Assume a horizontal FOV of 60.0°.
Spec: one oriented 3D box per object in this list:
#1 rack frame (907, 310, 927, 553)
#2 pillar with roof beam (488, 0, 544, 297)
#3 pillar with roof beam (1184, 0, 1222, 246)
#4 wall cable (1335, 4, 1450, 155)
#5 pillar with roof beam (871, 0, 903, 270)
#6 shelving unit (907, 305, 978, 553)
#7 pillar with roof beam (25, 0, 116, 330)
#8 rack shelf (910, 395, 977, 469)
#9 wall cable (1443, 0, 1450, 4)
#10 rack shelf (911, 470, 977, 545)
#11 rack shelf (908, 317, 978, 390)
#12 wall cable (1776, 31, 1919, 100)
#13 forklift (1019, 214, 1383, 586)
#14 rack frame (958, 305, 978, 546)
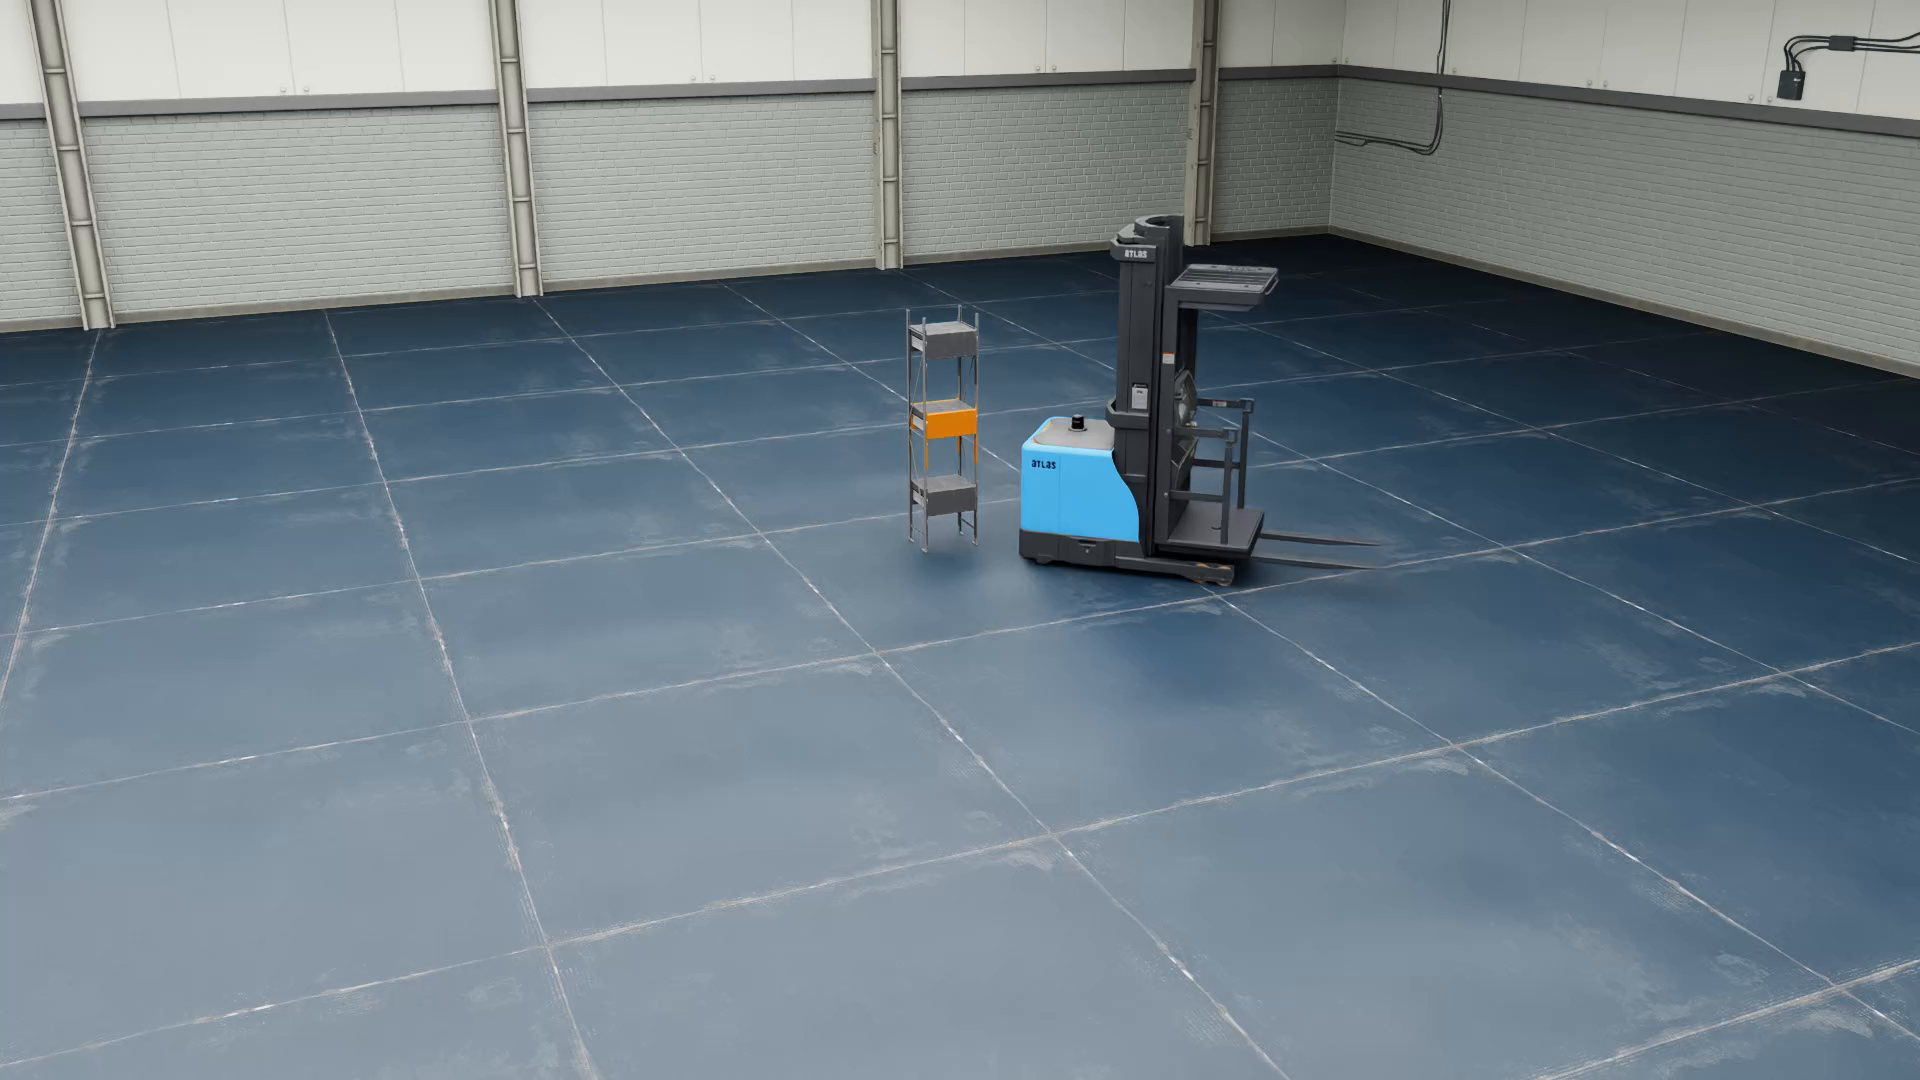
[{"bbox_3d":[-0.376,-0.937,14.520,0.015,2.100,0.400,-8,21,-22],"label":"rack frame"},{"bbox_3d":[-5.000,-6.748,20.638,0.400,9.000,9.100,-8,21,-22],"label":"pillar with roof beam"},{"bbox_3d":[6.019,-8.327,25.121,0.400,9.000,9.100,-8,21,-22],"label":"pillar with roof beam"},{"bbox_3d":[7.542,-8.159,29.321,0.112,2.526,3.097,-8,21,-22],"label":"wall cable"},{"bbox_3d":[0.509,-7.537,22.880,0.400,9.000,9.100,-8,21,-22],"label":"pillar with roof beam"},{"bbox_3d":[-0.152,-0.969,14.611,0.503,2.100,0.431,-8,21,-22],"label":"shelving unit"},{"bbox_3d":[-10.509,-5.959,18.396,0.400,9.000,9.100,-8,21,-22],"label":"pillar with roof beam"},{"bbox_3d":[-0.152,-0.956,14.616,0.480,0.518,0.431,-8,21,-22],"label":"rack shelf"},{"bbox_3d":[8.614,-9.716,26.139,0.112,2.526,3.097,-8,21,-22],"label":"wall cable"},{"bbox_3d":[-0.152,-0.295,14.848,0.480,0.518,0.431,-8,21,-22],"label":"rack shelf"},{"bbox_3d":[-0.152,-1.616,14.384,0.480,0.518,0.431,-8,21,-22],"label":"rack shelf"},{"bbox_3d":[11.288,-8.331,20.012,0.169,6.003,2.305,-8,21,-22],"label":"wall cable"},{"bbox_3d":[2.088,-1.194,13.999,3.031,2.935,1.130,6,20,16],"label":"forklift"},{"bbox_3d":[0.072,-1.001,14.703,0.015,2.100,0.400,-8,21,-22],"label":"rack frame"}]
